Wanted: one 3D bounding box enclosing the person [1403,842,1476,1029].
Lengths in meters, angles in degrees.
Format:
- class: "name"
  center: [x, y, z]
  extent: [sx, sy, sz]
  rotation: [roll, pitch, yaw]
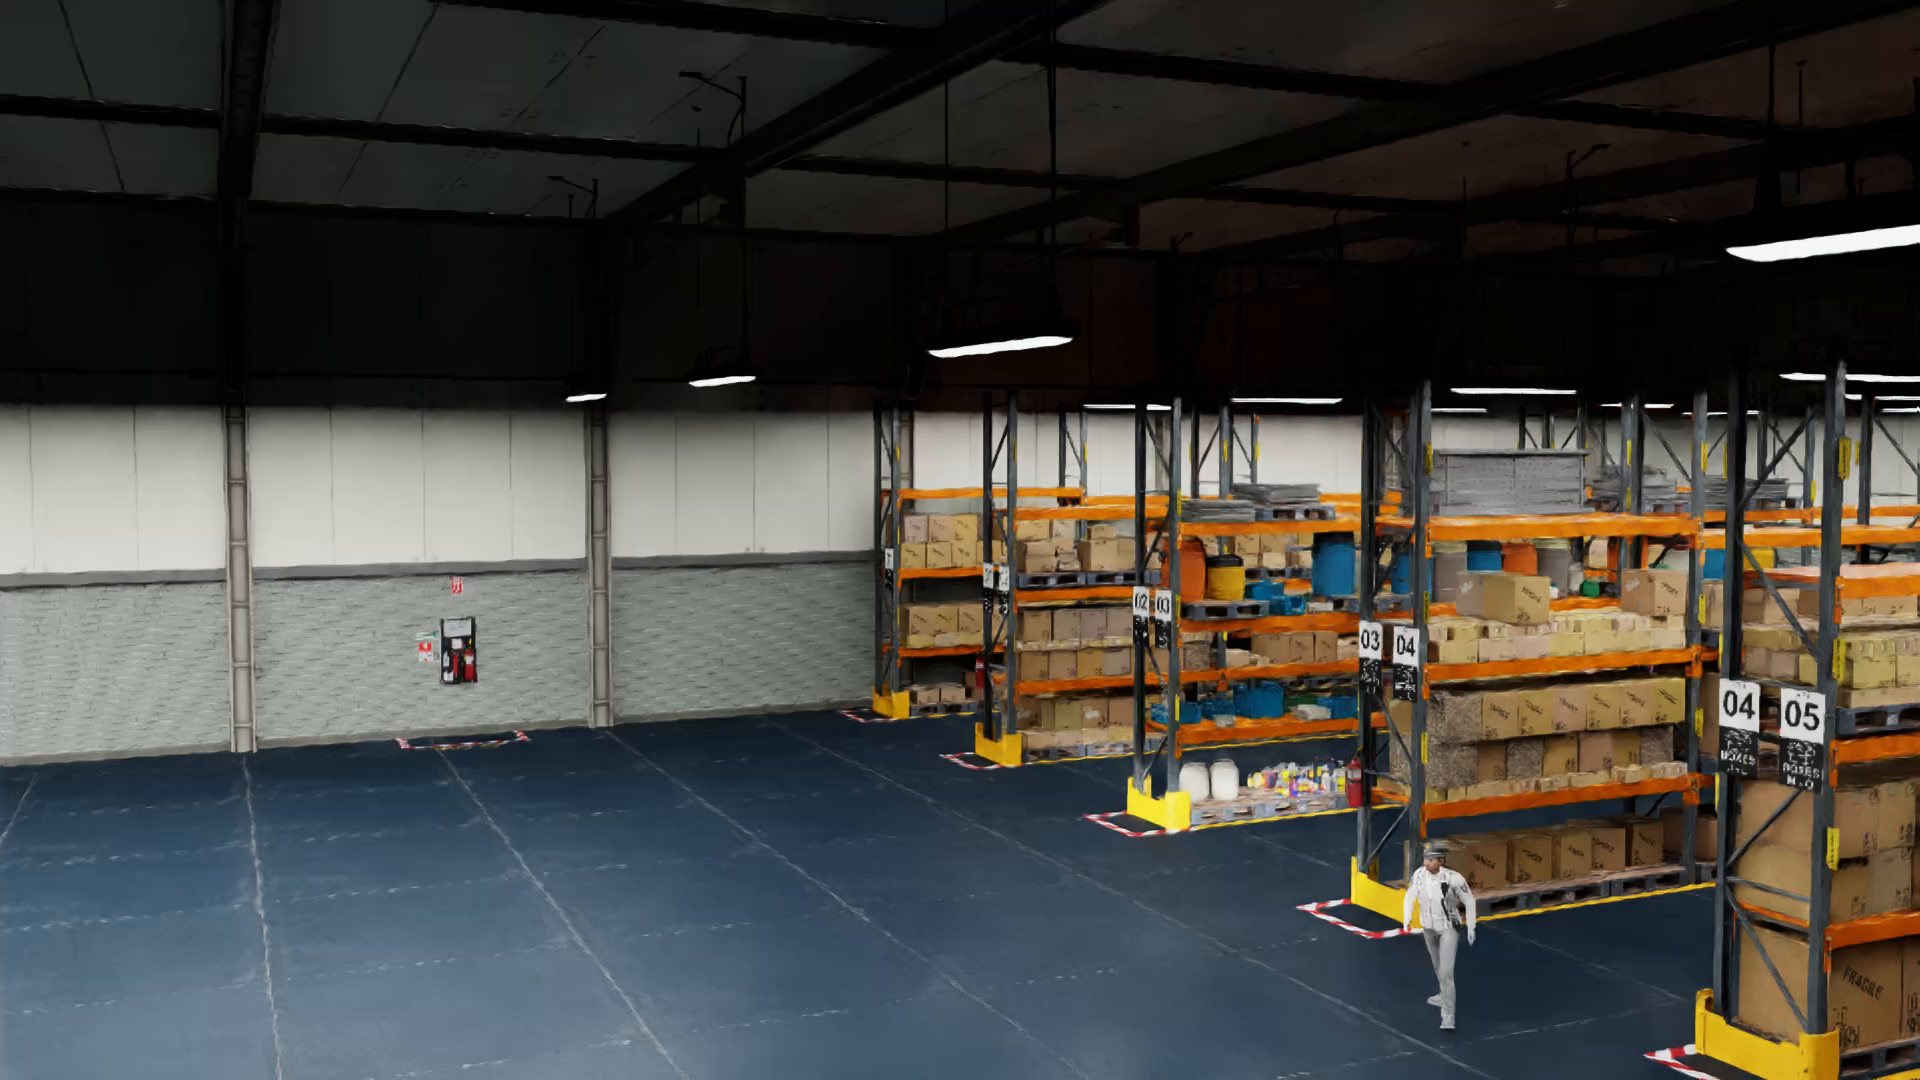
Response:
- class: "person"
  center: [4.340, 3.479, 14.939]
  extent: [0.814, 1.607, 0.638]
  rotation: [-3, 4, -41]
